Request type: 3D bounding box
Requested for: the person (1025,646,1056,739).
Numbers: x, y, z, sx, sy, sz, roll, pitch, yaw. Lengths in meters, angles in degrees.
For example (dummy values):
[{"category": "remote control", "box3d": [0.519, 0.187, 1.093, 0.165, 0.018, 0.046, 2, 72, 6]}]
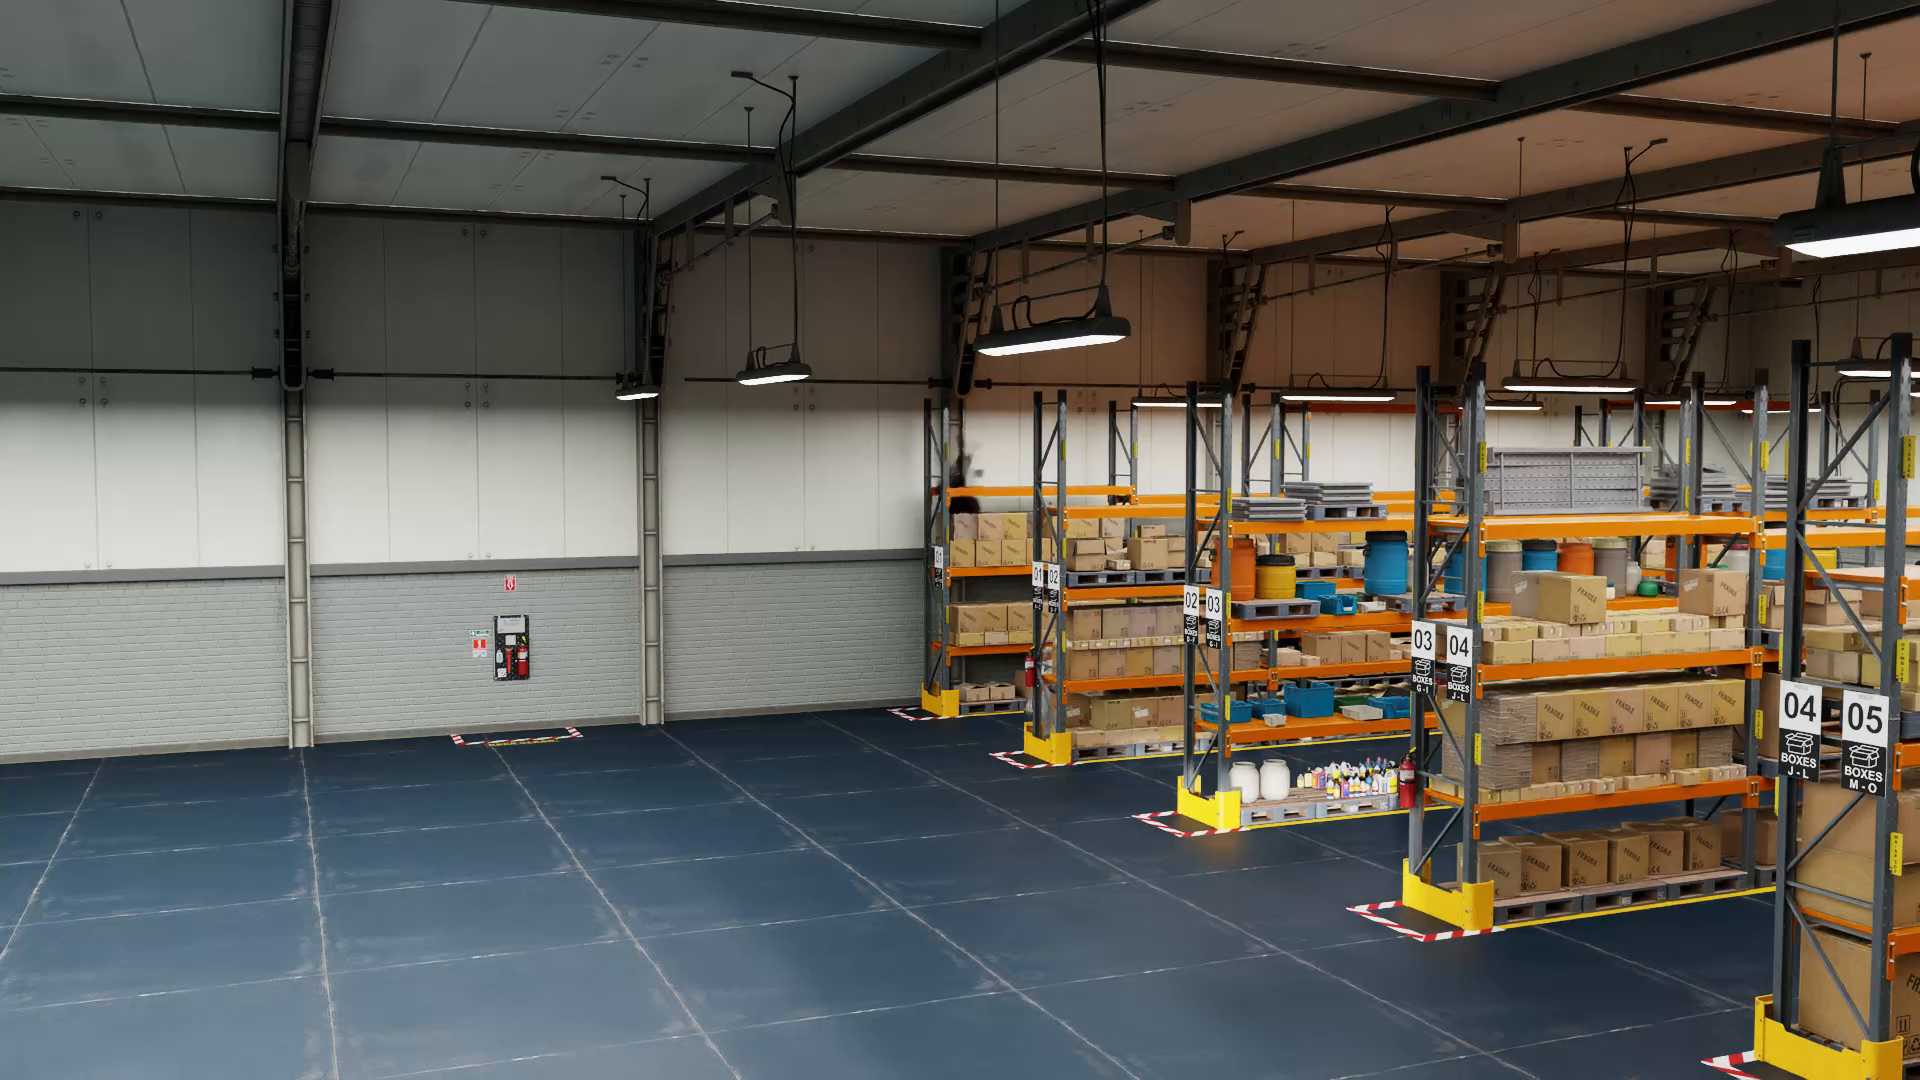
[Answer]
[{"category": "person", "box3d": [1.454, 2.654, 28.910, 0.546, 1.614, 0.617, -3, 4, -39]}]
